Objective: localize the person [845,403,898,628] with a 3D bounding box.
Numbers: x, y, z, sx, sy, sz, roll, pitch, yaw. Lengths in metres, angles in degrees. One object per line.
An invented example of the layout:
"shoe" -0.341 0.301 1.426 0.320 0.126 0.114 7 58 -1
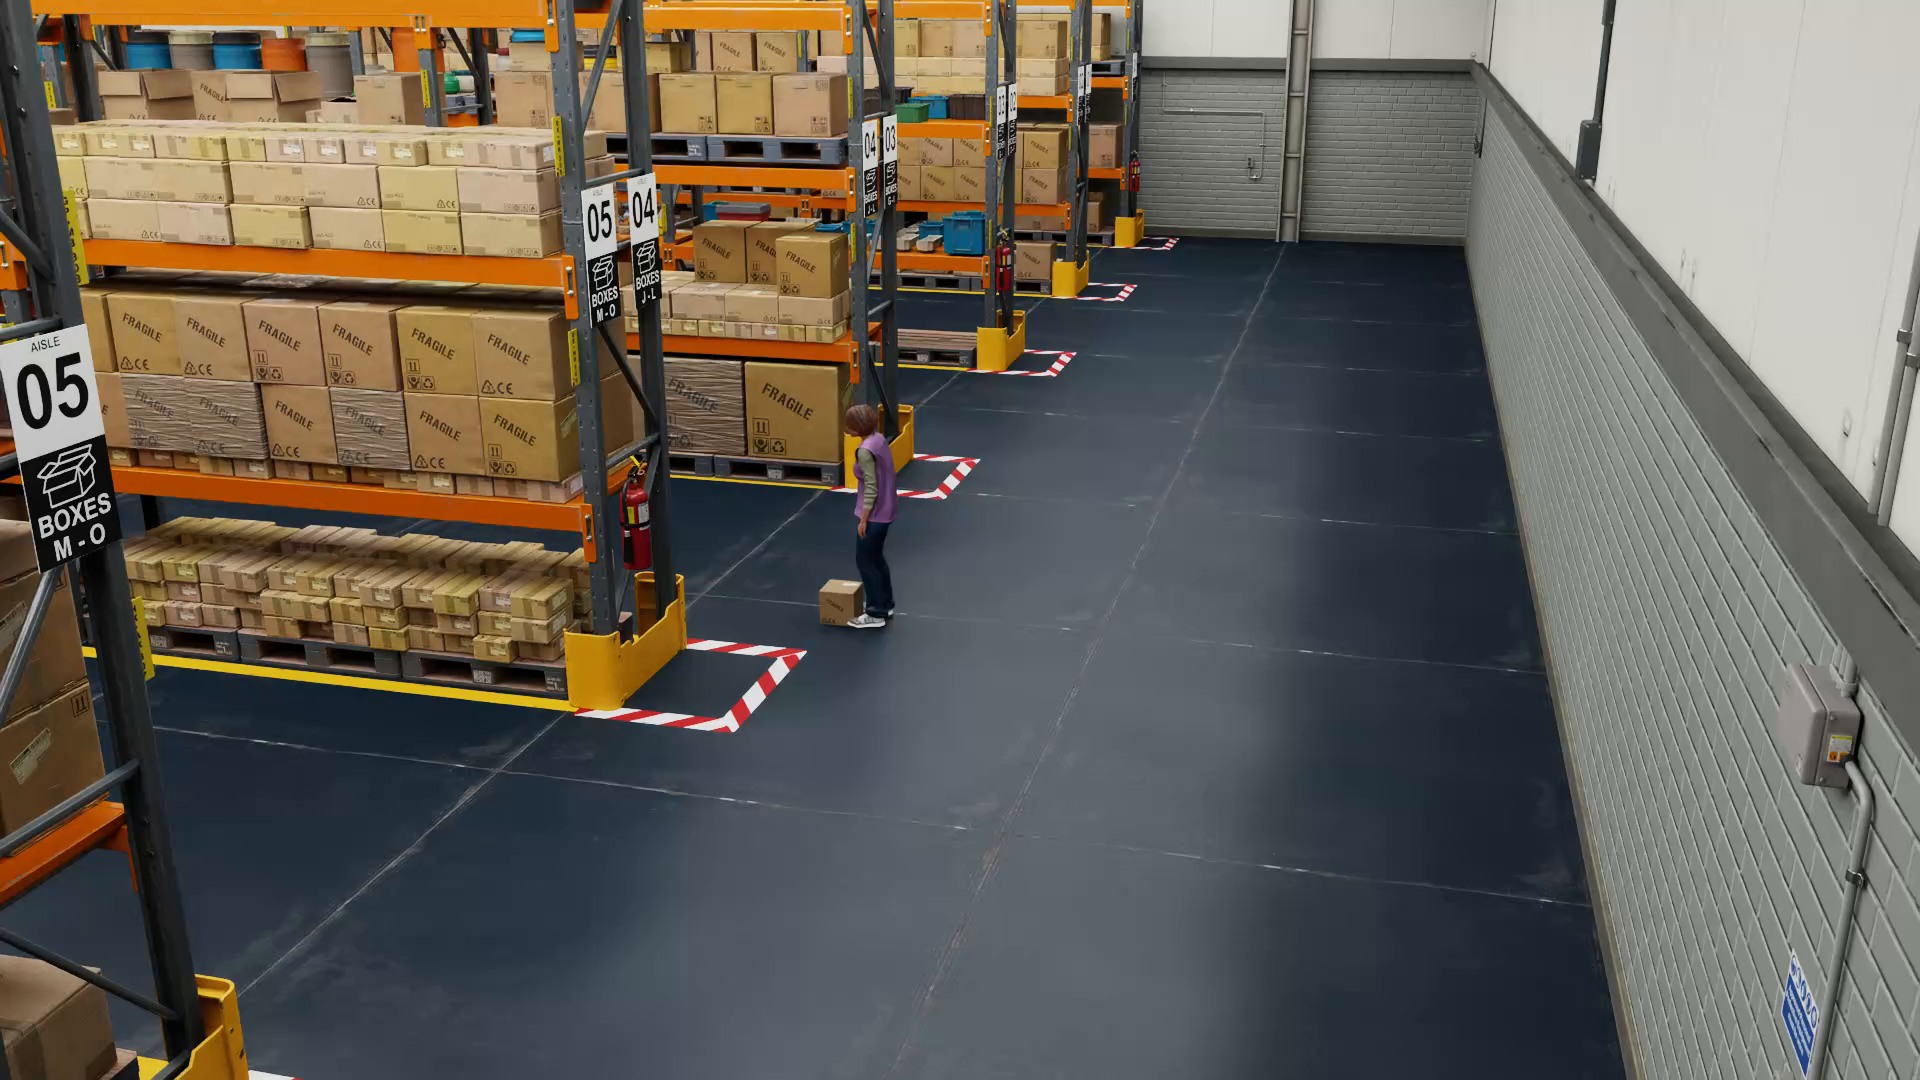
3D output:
"person" -0.613 -0.174 11.595 0.343 1.593 0.461 5 19 14
